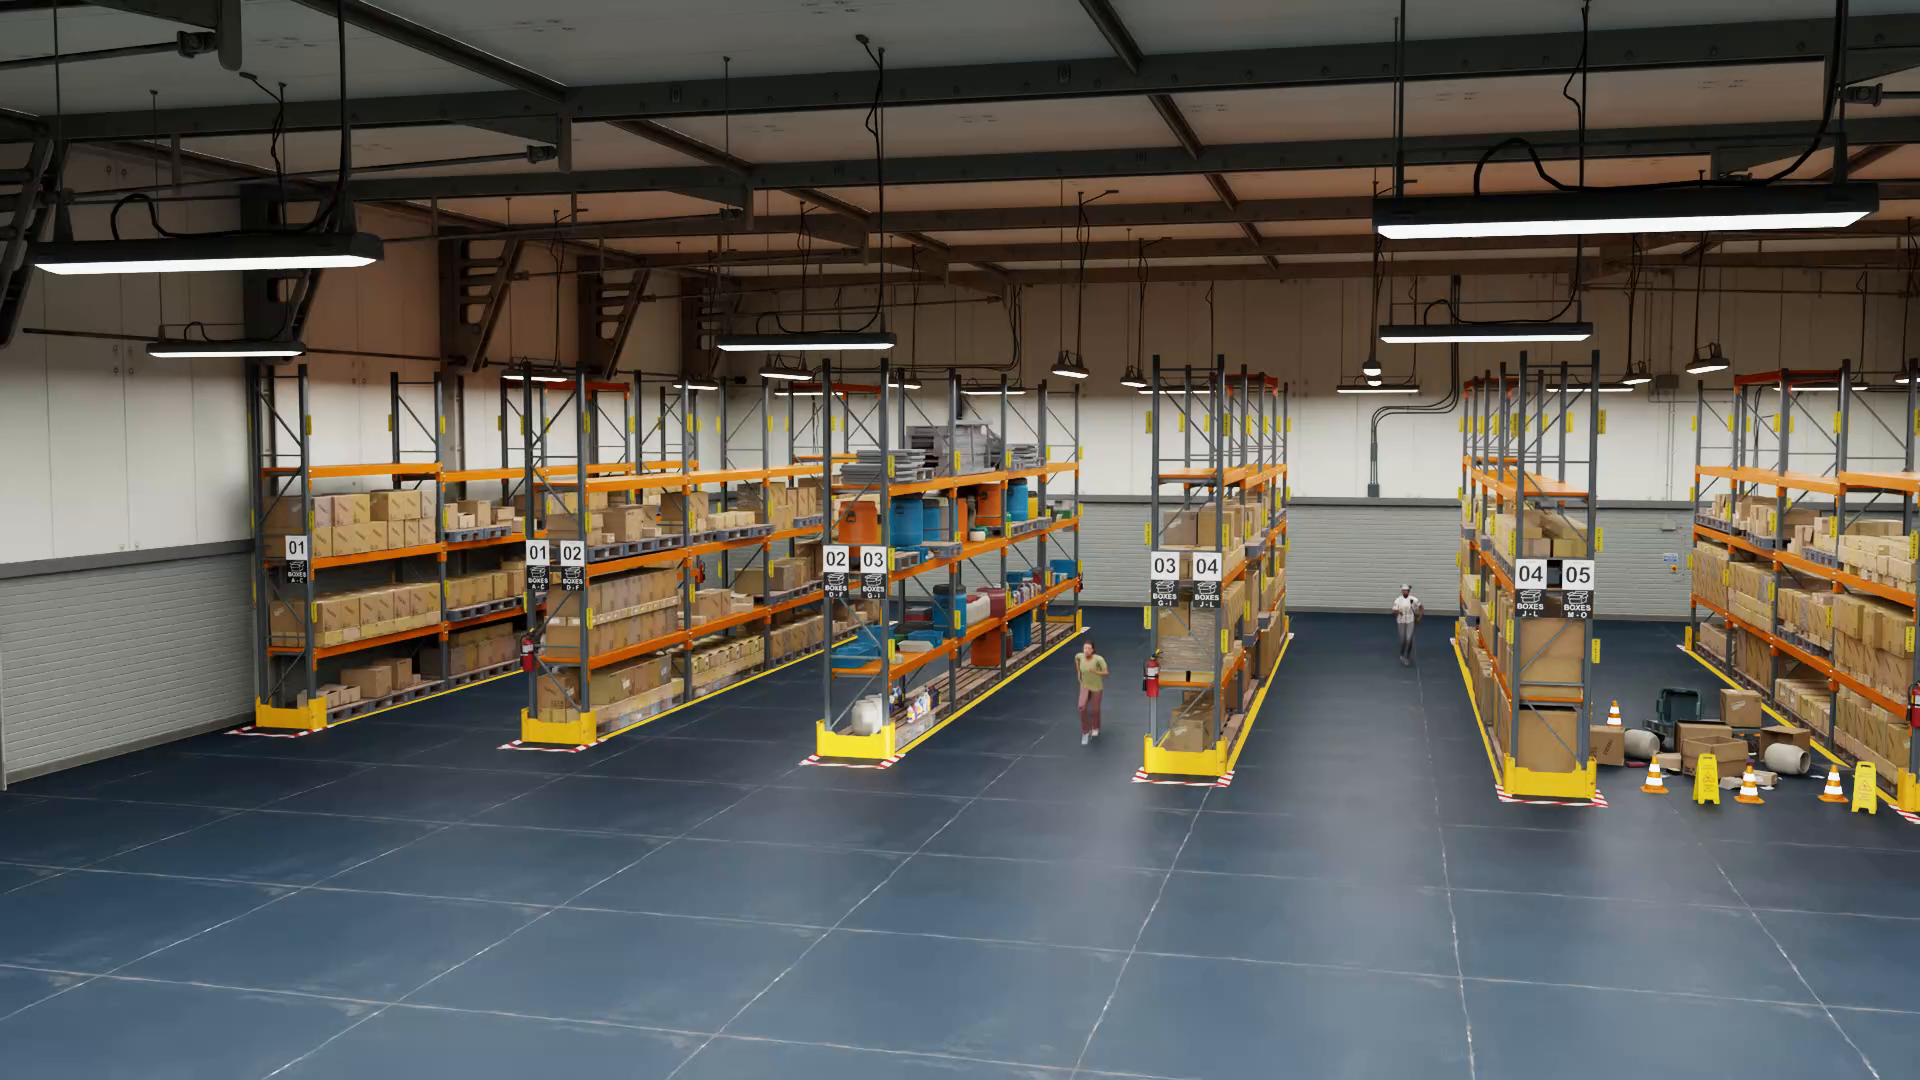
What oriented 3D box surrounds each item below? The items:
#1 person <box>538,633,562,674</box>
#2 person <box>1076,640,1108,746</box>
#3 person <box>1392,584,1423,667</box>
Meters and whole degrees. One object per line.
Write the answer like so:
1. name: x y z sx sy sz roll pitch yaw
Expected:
1. person: -7.160 2.186 29.250 0.504 1.585 0.732 1 4 13
2. person: 2.085 2.379 26.224 0.572 1.651 0.899 1 4 14
3. person: 9.369 1.774 34.869 0.582 1.736 0.762 2 4 23
